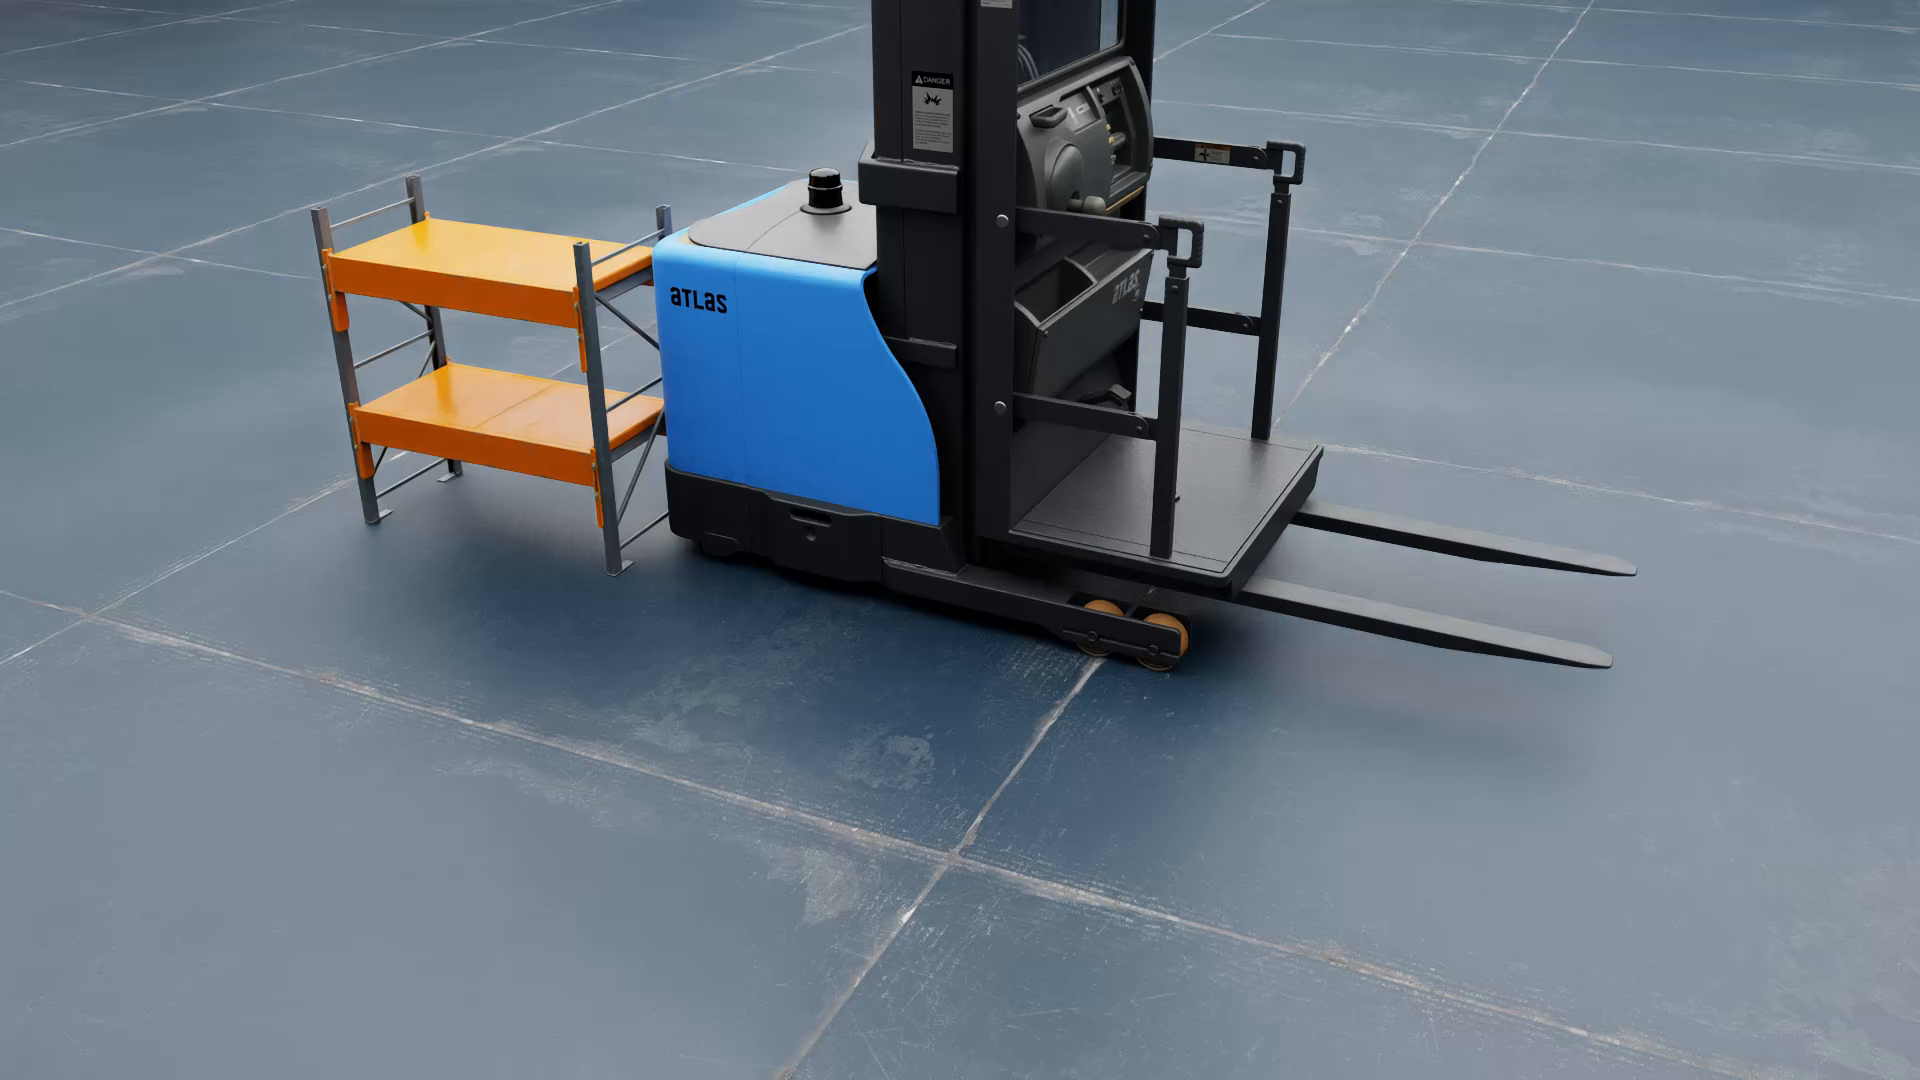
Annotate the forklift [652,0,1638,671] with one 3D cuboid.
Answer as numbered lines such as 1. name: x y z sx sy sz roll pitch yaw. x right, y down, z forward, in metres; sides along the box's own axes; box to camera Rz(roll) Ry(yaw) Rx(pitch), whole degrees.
1. forklift: 0.563 -1.193 4.856 3.031 2.935 1.130 12 29 23

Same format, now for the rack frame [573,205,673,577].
1. rack frame: -1.055 -0.486 5.463 0.032 1.125 0.500 11 28 21

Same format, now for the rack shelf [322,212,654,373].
1. rack shelf: -1.522 -0.837 5.515 1.000 0.278 0.538 11 28 21

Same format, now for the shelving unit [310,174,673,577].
1. shelving unit: -1.522 -0.575 5.644 1.048 1.125 0.538 11 28 21

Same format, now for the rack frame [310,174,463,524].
1. rack frame: -1.988 -0.664 5.825 0.032 1.125 0.500 11 28 21

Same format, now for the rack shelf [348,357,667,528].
1. rack shelf: -1.522 -0.355 5.752 1.000 0.278 0.538 11 28 21
